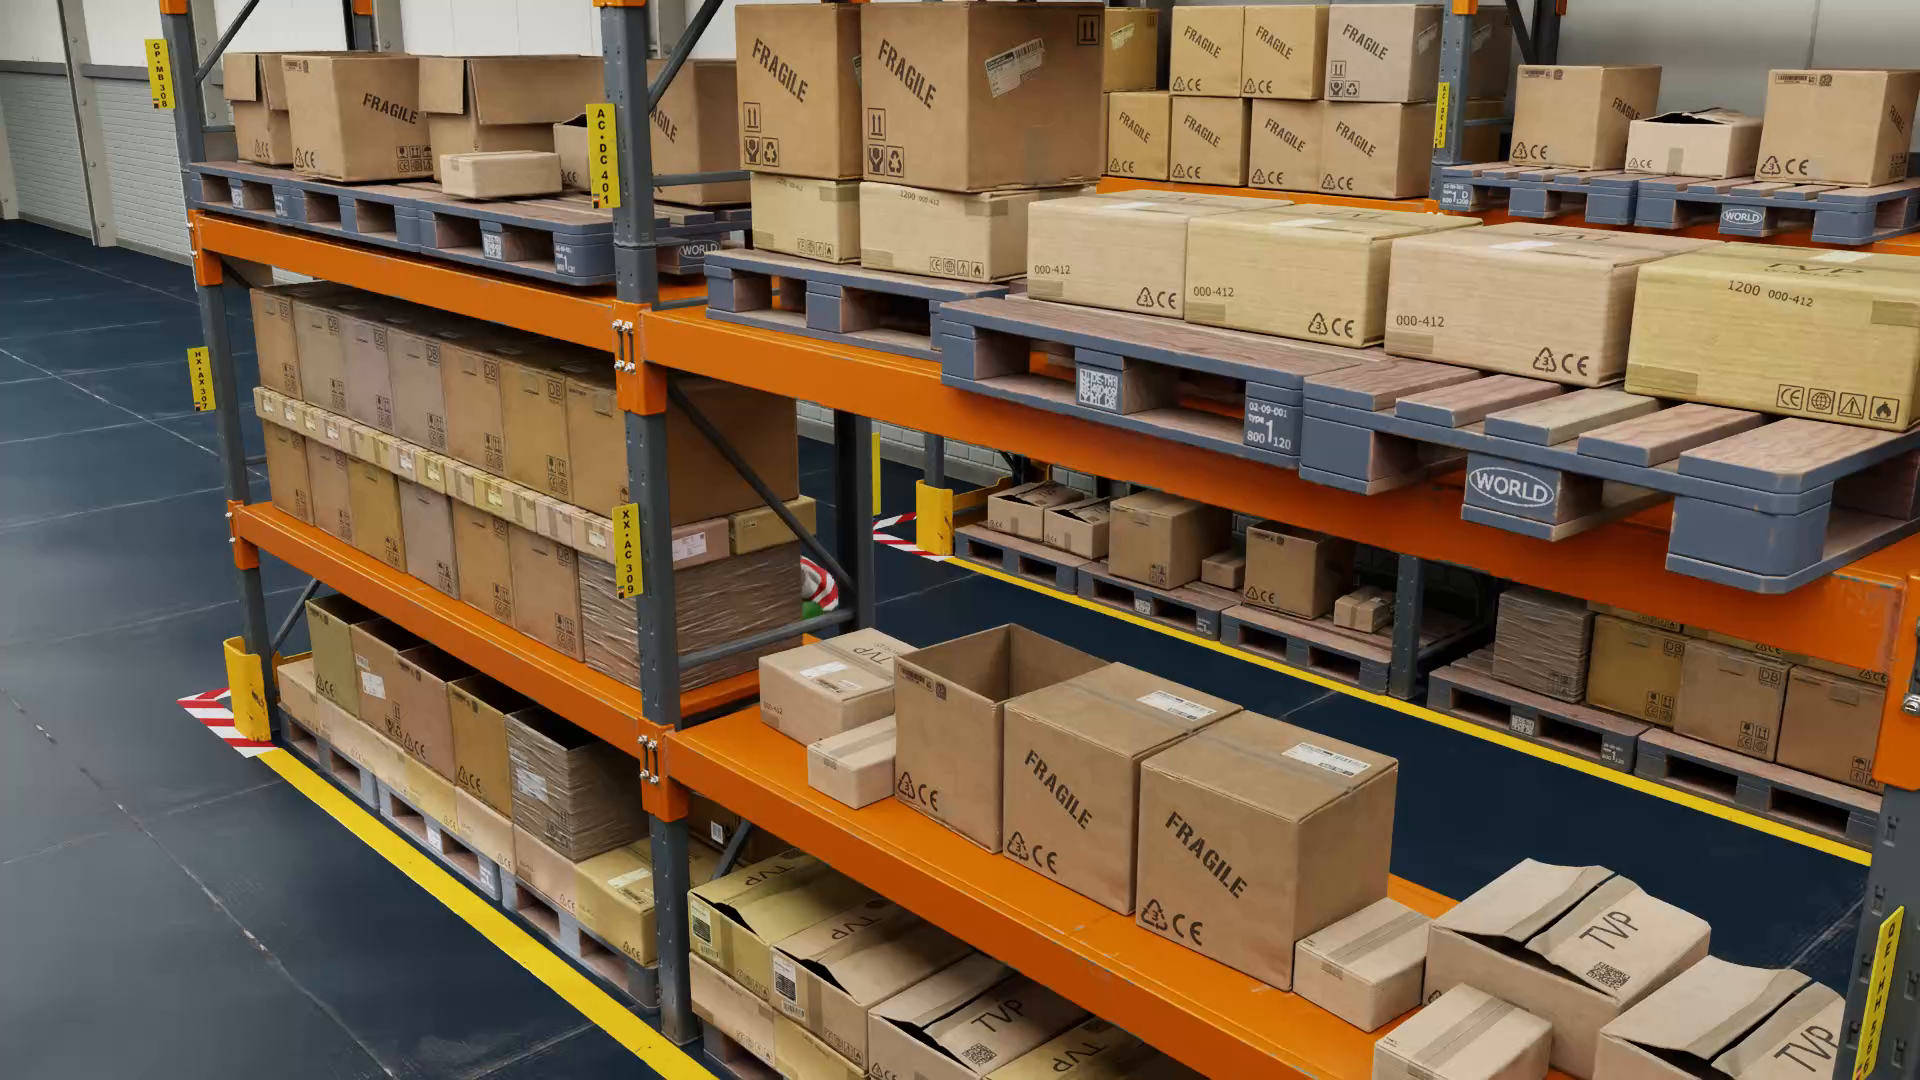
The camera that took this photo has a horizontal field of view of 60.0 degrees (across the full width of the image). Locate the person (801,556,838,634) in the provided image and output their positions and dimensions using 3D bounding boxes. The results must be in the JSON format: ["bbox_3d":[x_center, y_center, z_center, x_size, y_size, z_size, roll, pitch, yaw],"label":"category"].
[{"bbox_3d":[-1.086,0.401,9.561,0.895,0.997,0.542,-16,23,-42],"label":"person"}]
